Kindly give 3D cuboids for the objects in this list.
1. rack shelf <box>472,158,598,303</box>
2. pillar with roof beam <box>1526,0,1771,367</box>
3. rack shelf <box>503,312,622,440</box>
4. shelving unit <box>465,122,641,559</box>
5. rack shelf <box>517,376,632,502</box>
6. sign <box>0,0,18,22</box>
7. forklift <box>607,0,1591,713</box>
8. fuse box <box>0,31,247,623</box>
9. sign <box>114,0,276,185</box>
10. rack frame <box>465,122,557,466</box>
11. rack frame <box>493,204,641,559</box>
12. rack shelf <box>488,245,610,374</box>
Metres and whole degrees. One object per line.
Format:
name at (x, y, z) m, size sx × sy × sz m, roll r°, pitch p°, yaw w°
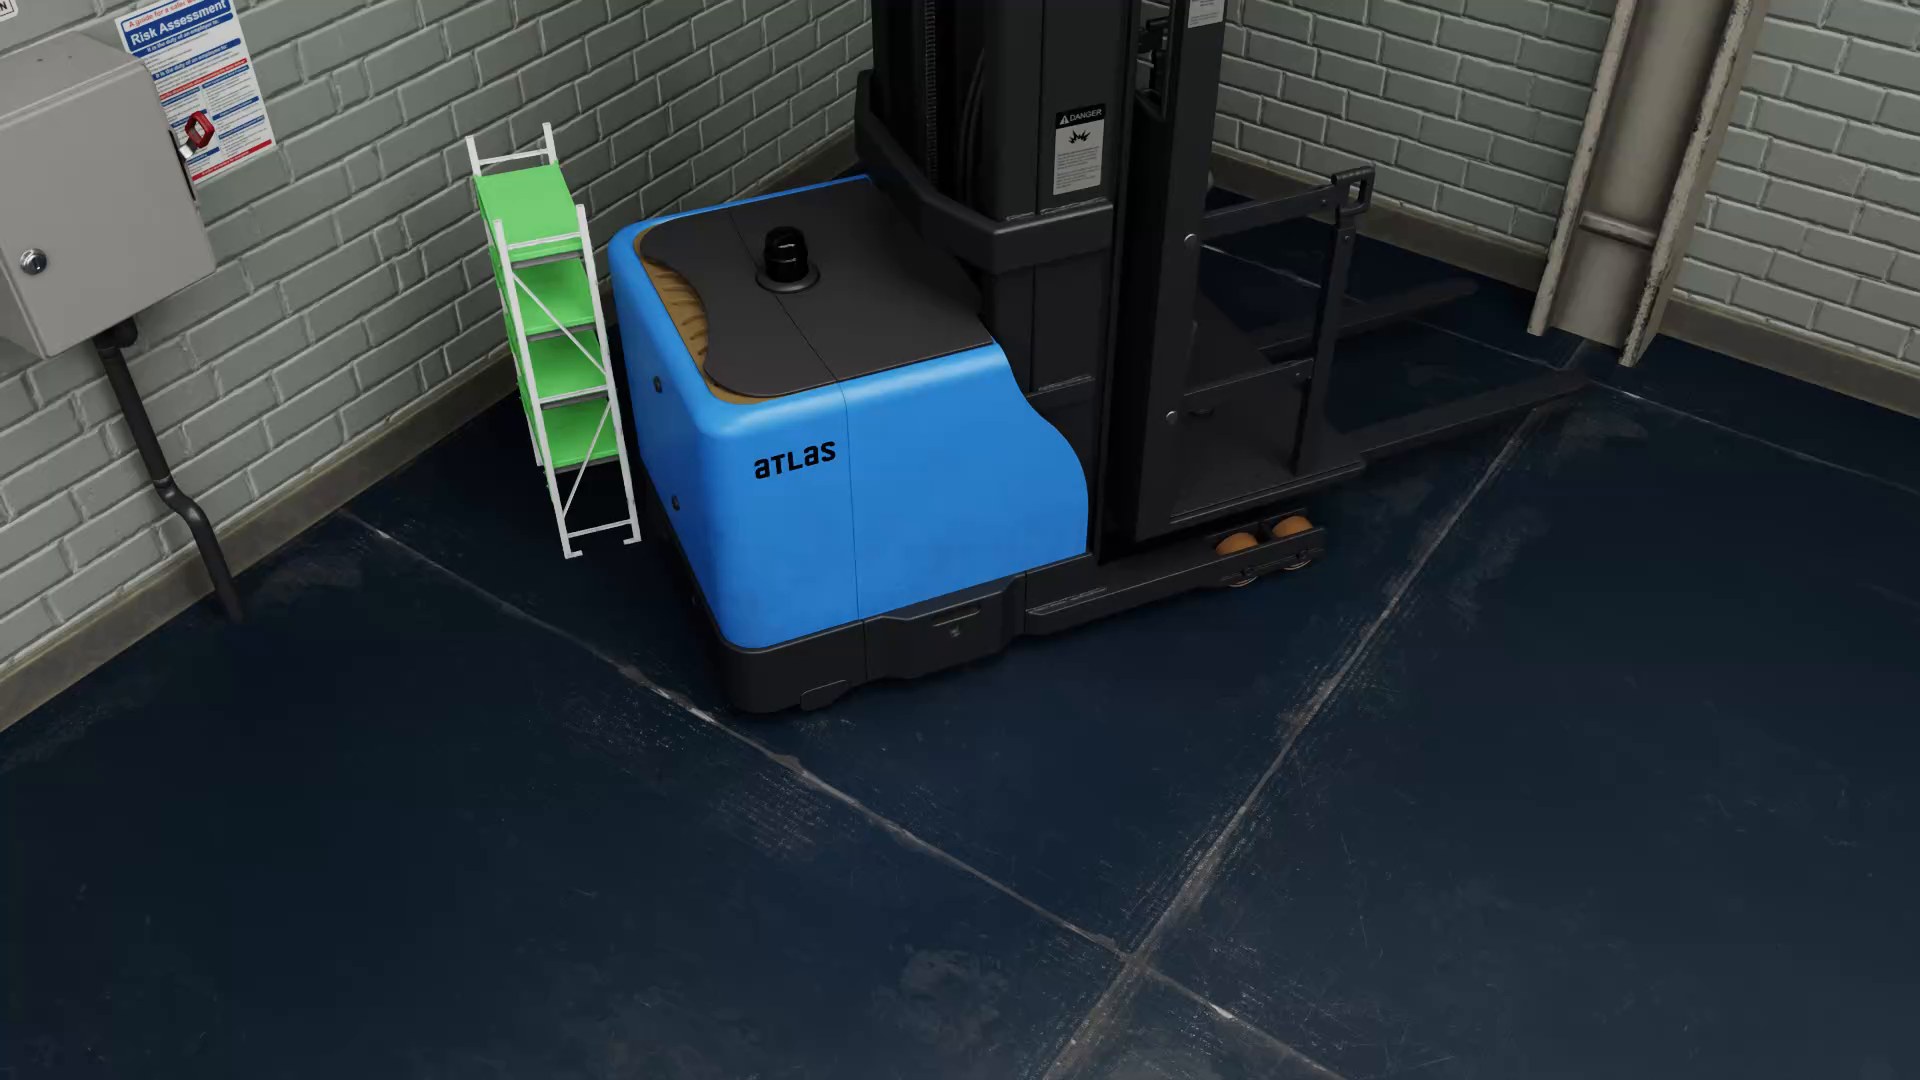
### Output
rack shelf at (-1.207, -0.883, 4.713) m, size 0.258 × 0.148 × 0.480 m, roll -14°, pitch 44°, yaw -15°
pillar with roof beam at (-0.145, -1.777, 0.488) m, size 0.400 × 9.000 × 9.100 m, roll 25°, pitch 48°, yaw 25°
rack shelf at (-1.207, -0.525, 5.033) m, size 0.258 × 0.148 × 0.480 m, roll -14°, pitch 44°, yaw -15°
shelving unit at (-1.207, -0.573, 4.991) m, size 0.258 × 1.200 × 0.503 m, roll -14°, pitch 44°, yaw -15°
rack shelf at (-1.207, -0.347, 5.193) m, size 0.258 × 0.148 × 0.480 m, roll -14°, pitch 44°, yaw -15°
sign at (-2.336, -1.250, 3.778) m, size 0.001 × 0.242 × 0.339 m, roll 25°, pitch 48°, yaw 25°
forklift at (0.572, -1.257, 4.457) m, size 3.031 × 2.935 × 1.130 m, roll -16°, pitch 44°, yaw -17°
fuse box at (-2.134, -0.413, 4.428) m, size 0.414 × 1.711 × 0.539 m, roll 25°, pitch 48°, yaw 25°
sign at (-2.020, -1.207, 4.420) m, size 0.001 × 0.494 × 0.329 m, roll 25°, pitch 48°, yaw 25°
rack frame at (-1.294, -0.725, 5.161) m, size 0.240 × 1.200 × 0.015 m, roll -14°, pitch 44°, yaw -15°
rack frame at (-1.120, -0.421, 4.821) m, size 0.240 × 1.200 × 0.015 m, roll -14°, pitch 44°, yaw -15°
rack shelf at (-1.207, -0.704, 4.873) m, size 0.258 × 0.148 × 0.480 m, roll -14°, pitch 44°, yaw -15°
